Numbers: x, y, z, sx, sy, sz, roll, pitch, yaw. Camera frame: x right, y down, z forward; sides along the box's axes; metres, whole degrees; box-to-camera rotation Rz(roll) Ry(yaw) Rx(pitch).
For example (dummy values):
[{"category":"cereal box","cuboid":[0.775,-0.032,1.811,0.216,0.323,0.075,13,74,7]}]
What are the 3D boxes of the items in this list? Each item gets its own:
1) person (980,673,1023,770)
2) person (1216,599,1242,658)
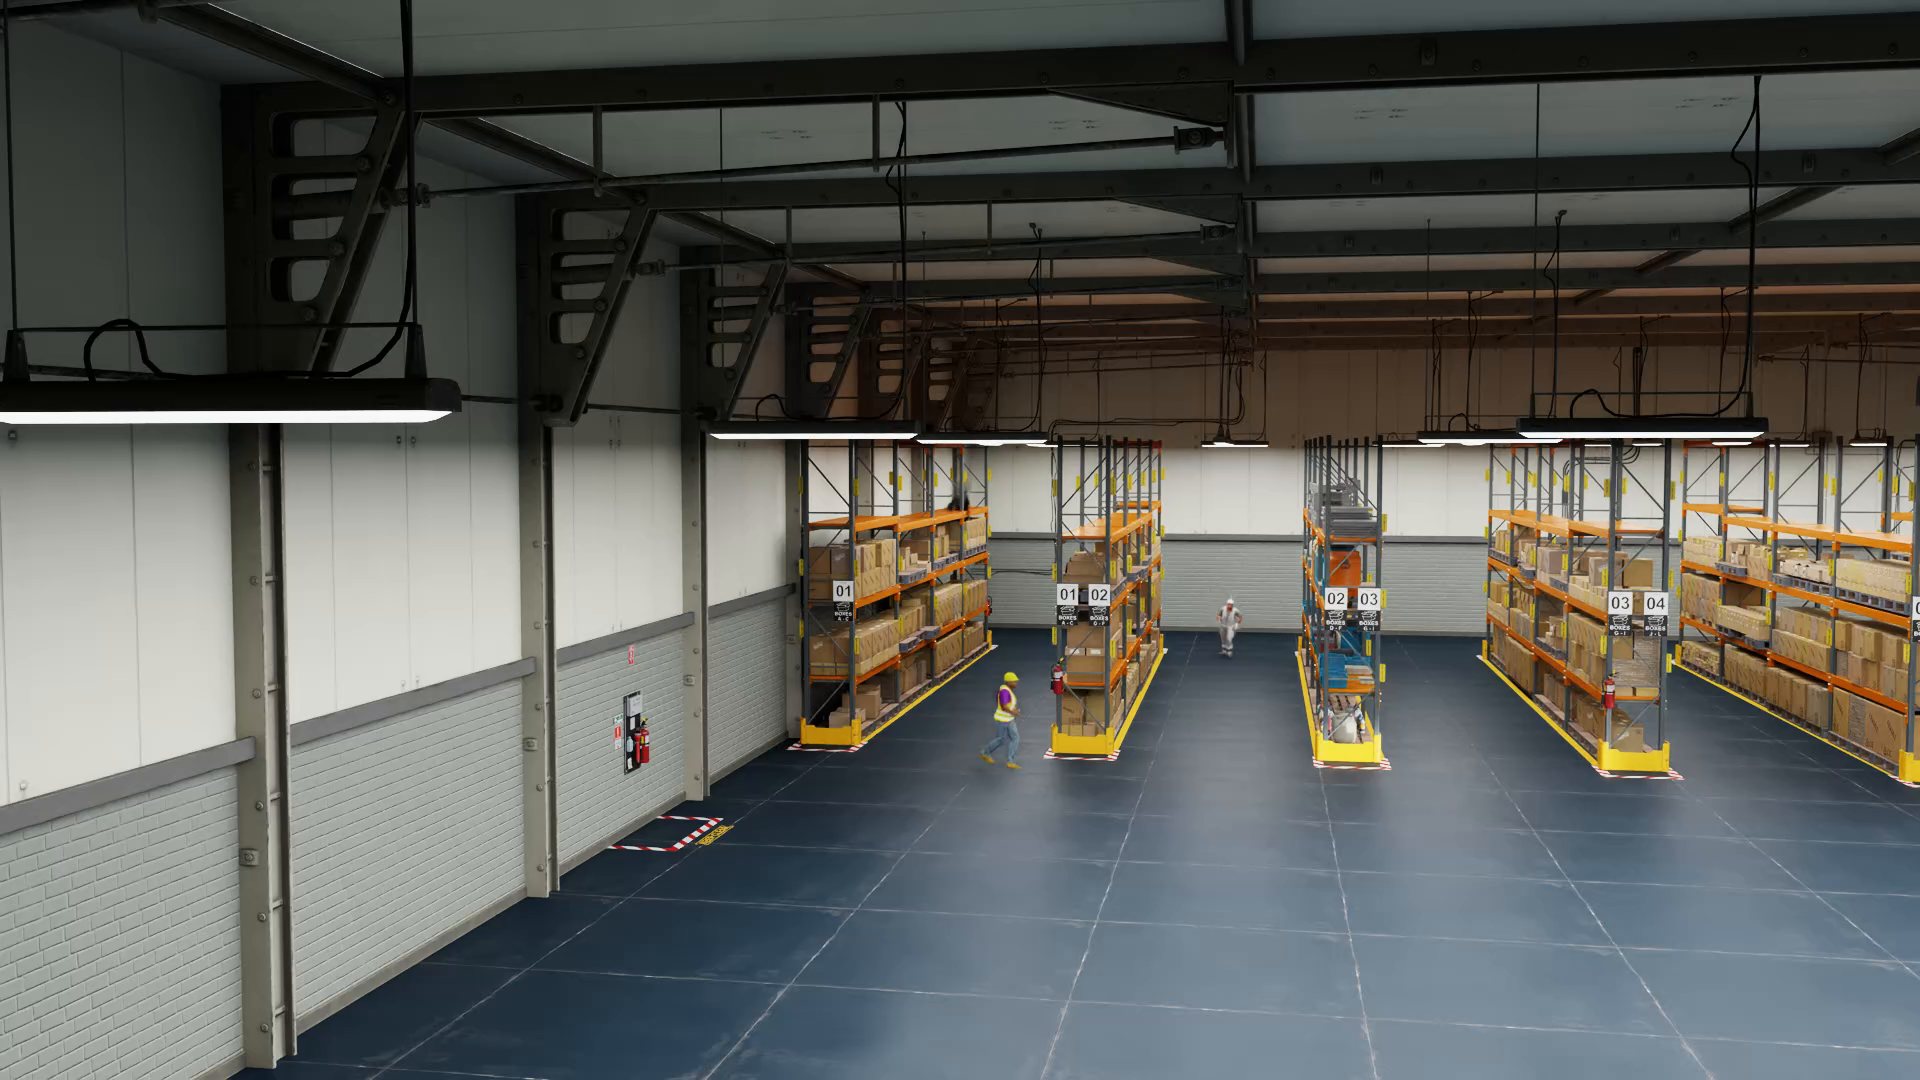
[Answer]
[{"category":"person","cuboid":[0.713,3.238,29.814,0.833,1.746,0.653,1,3,22]},{"category":"person","cuboid":[7.429,2.433,46.057,0.728,1.664,0.834,2,4,29]}]
